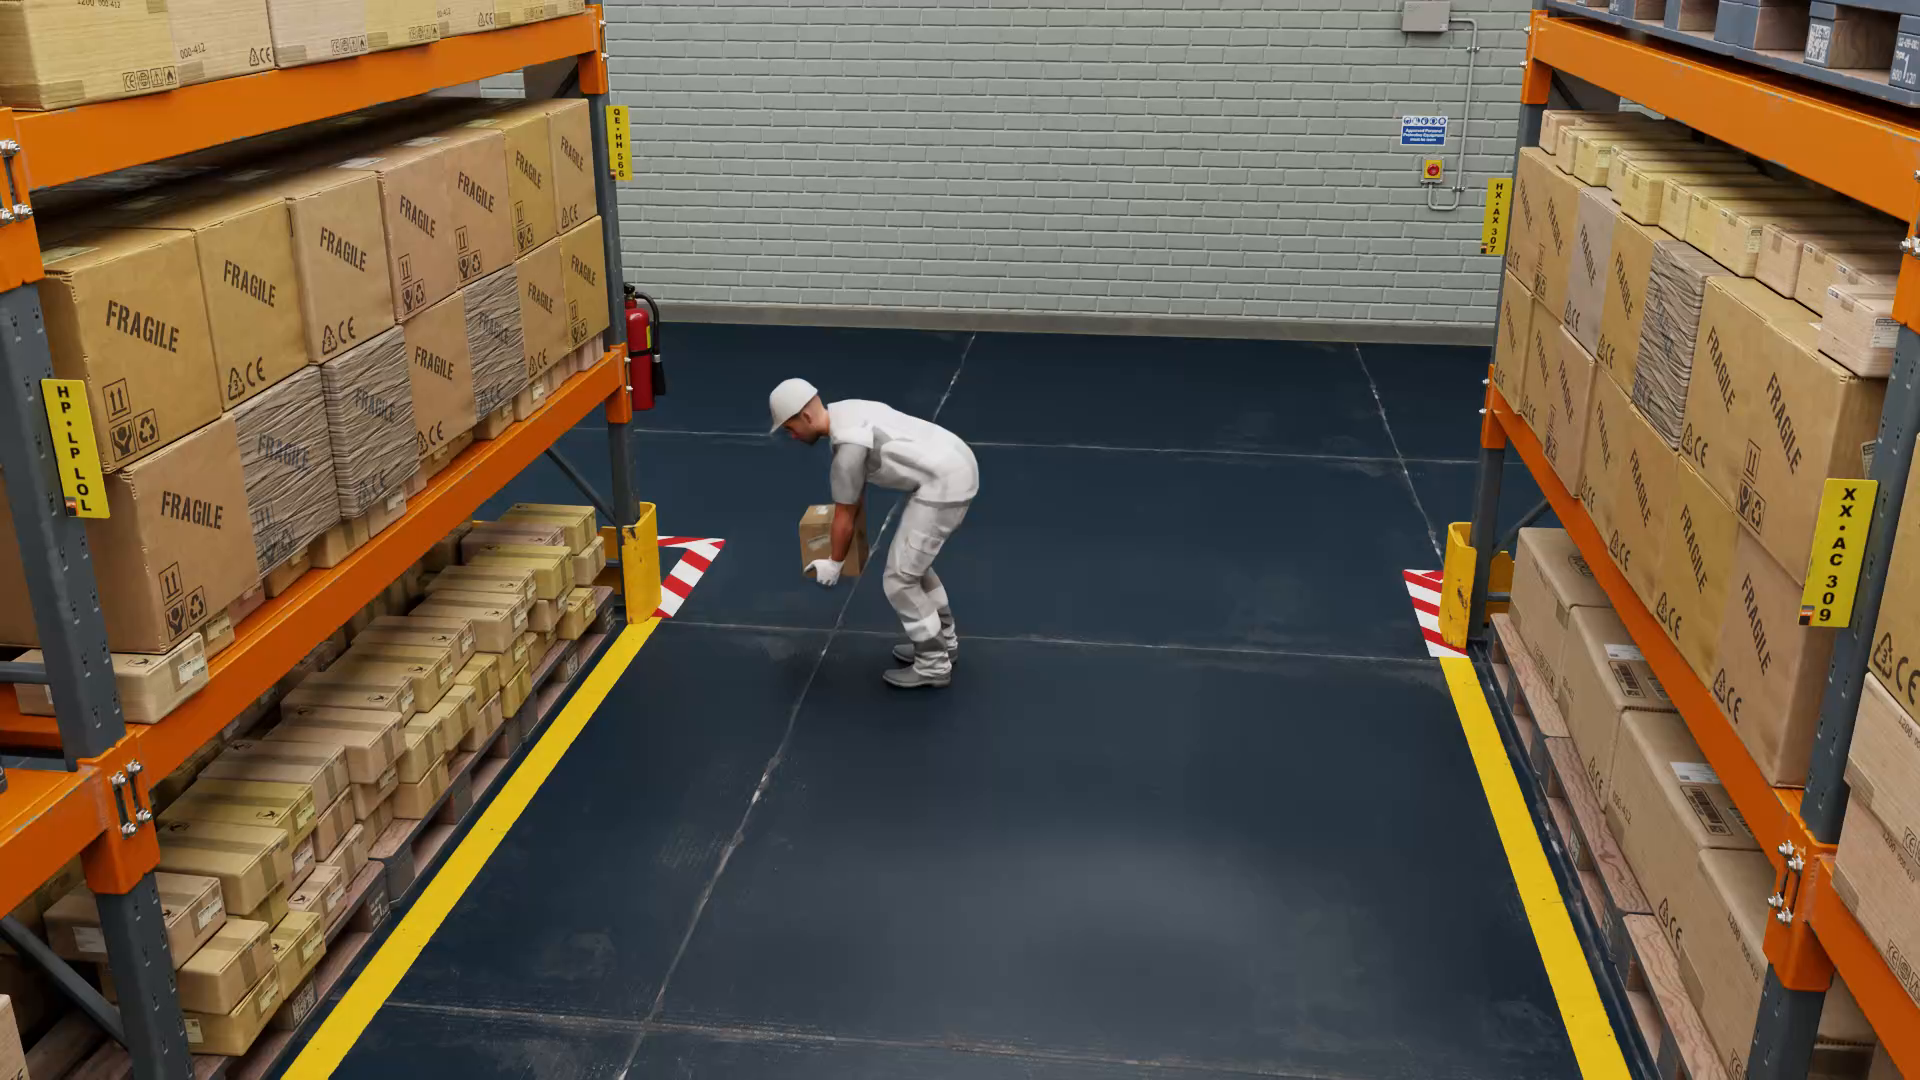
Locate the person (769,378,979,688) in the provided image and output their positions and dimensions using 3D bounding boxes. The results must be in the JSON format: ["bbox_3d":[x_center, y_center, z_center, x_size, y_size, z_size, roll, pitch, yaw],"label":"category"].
[{"bbox_3d":[-0.364,-0.045,7.268,0.899,1.354,0.497,2,21,5],"label":"person"}]
